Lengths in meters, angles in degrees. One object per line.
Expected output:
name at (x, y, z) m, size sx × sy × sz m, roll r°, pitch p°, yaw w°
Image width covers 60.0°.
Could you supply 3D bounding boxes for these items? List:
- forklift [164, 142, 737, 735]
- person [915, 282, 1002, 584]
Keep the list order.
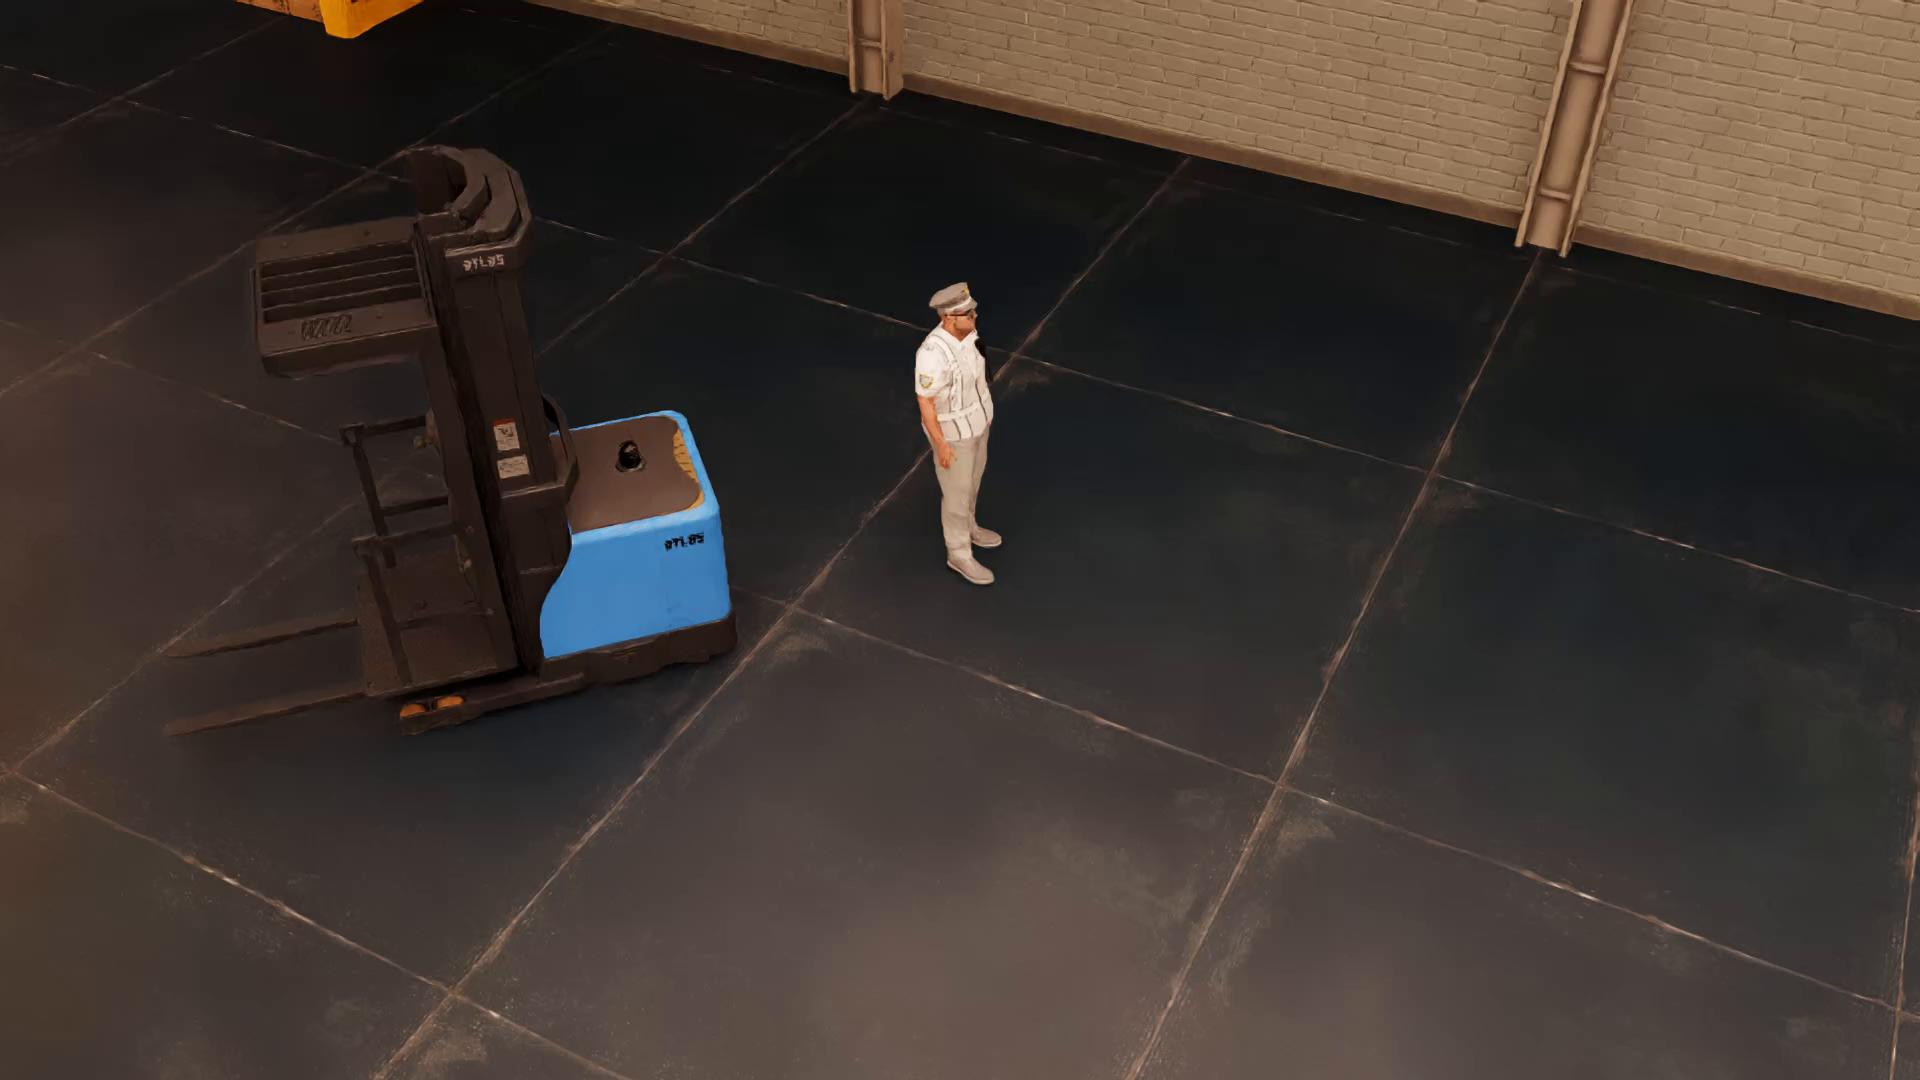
forklift at (-2.844, -0.455, 8.527) m, size 3.031 × 2.935 × 1.130 m, roll -13°, pitch 42°, yaw -14°
person at (0.064, -0.658, 9.647) m, size 0.574 × 1.781 × 0.640 m, roll 18°, pitch 43°, yaw 21°
